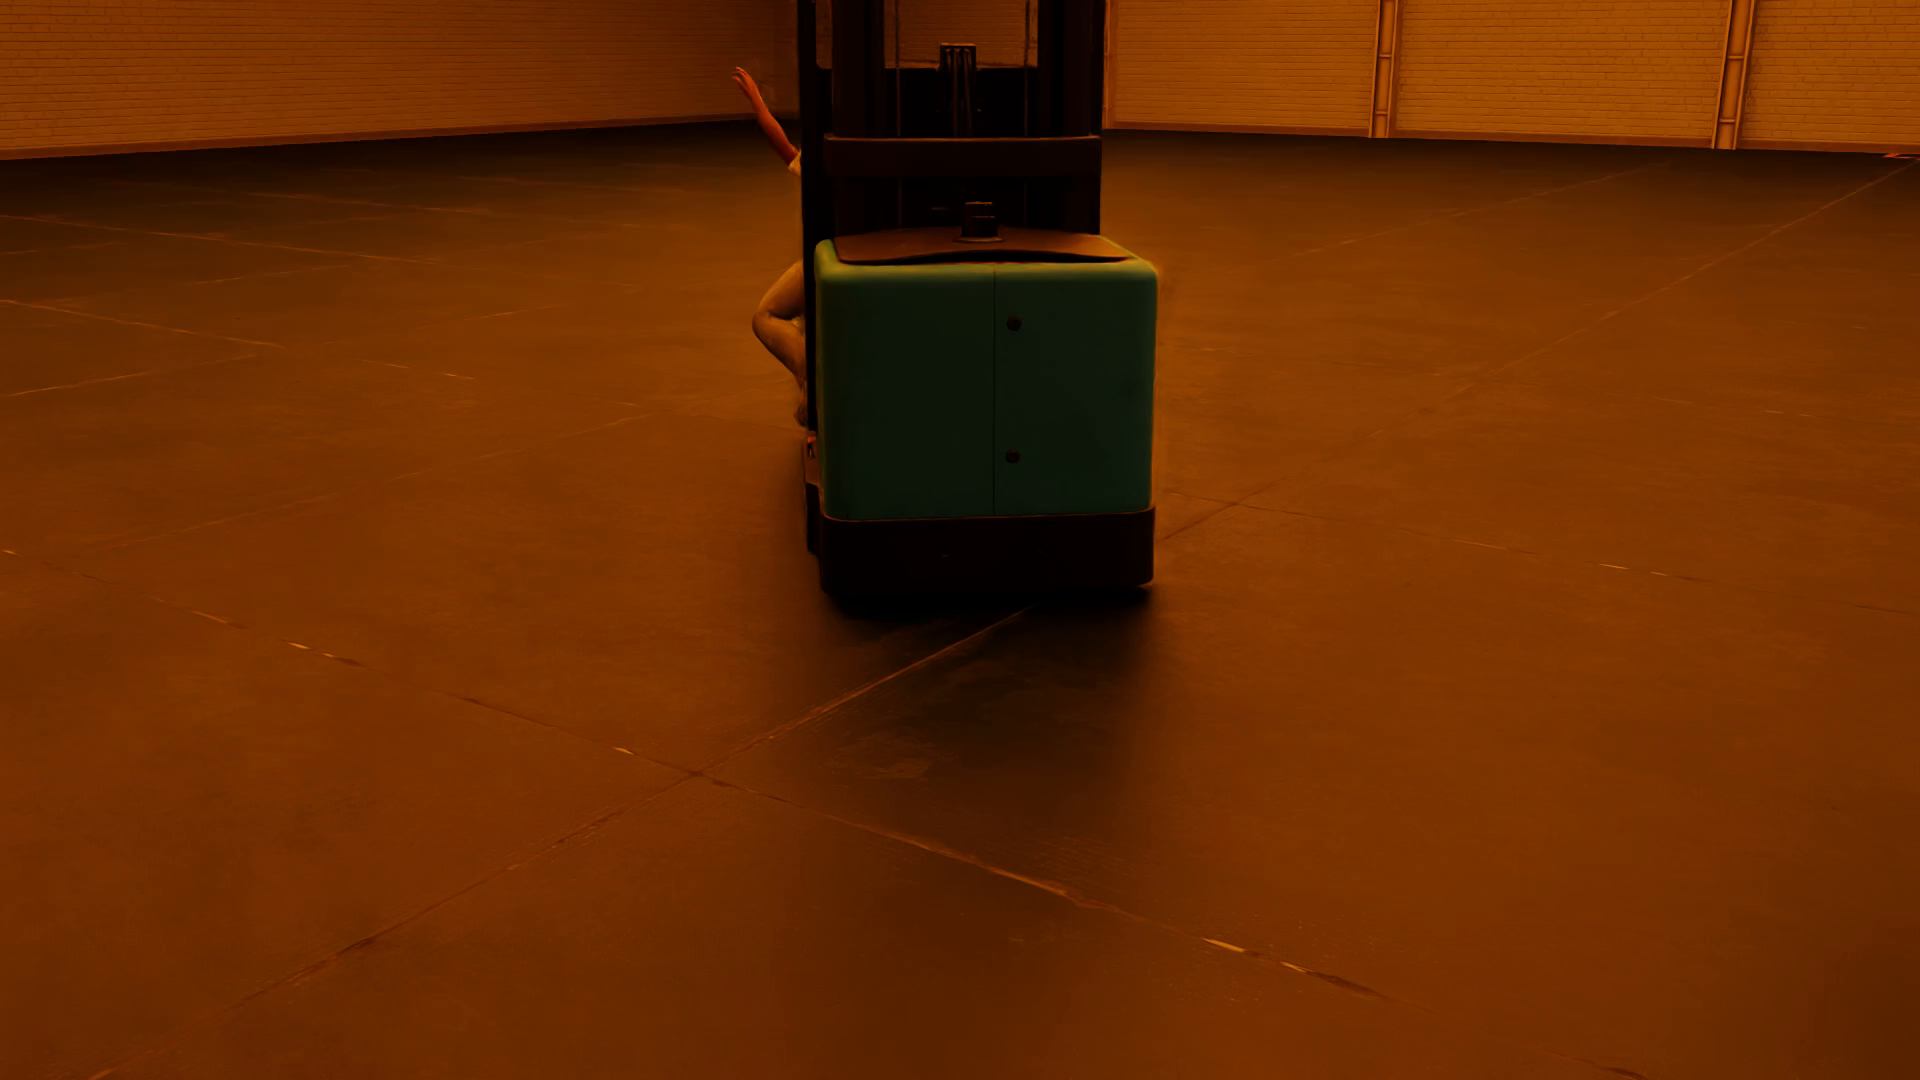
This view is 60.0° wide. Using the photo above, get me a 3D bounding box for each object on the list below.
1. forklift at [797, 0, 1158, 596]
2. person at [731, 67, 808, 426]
[{"bbox_3d":[-0.059,-1.607,6.205,1.130,2.935,3.031,-2,17,-6],"label":"forklift"},{"bbox_3d":[-0.541,-1.282,7.374,0.879,1.569,0.761,-10,19,-29],"label":"person"}]
